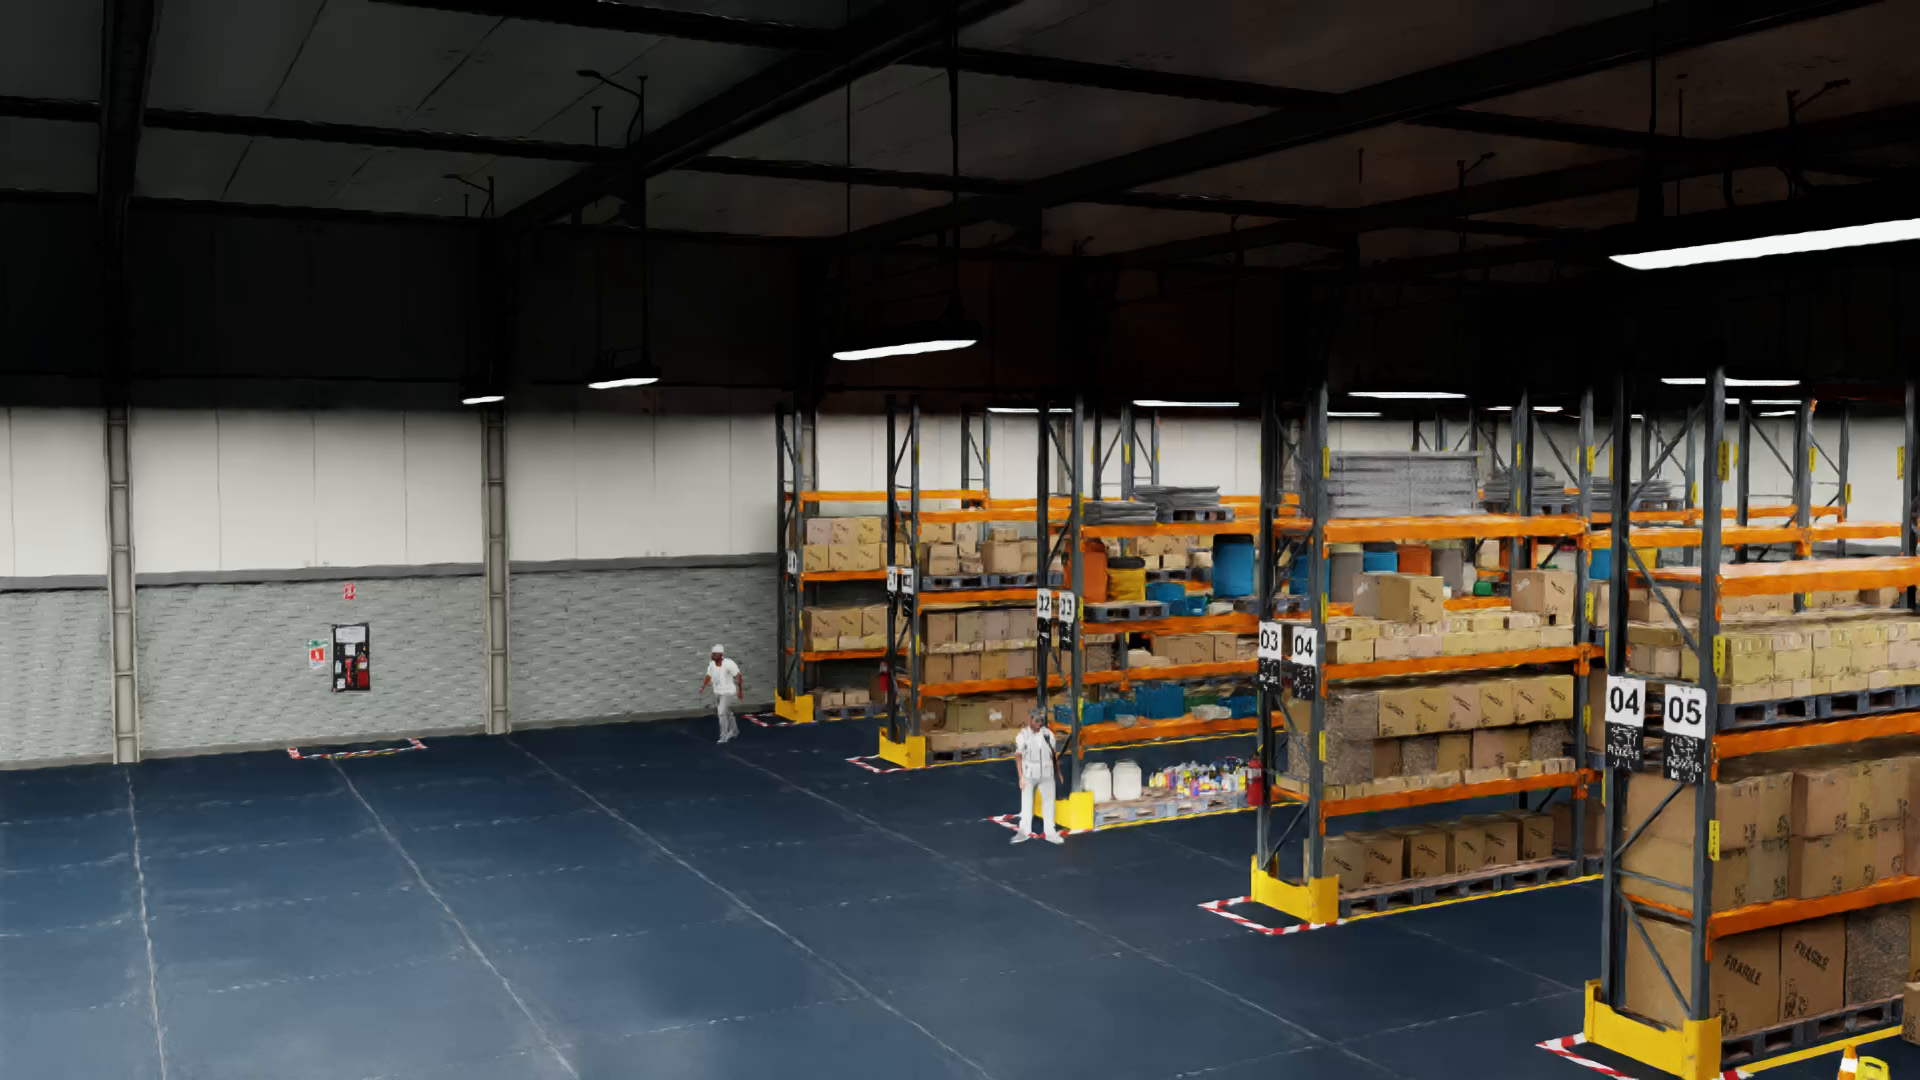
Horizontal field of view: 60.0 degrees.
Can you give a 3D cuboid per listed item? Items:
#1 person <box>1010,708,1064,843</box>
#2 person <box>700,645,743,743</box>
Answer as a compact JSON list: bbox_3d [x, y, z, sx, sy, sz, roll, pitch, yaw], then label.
[{"bbox_3d":[0.998,3.047,21.572,0.708,1.759,0.417,-1,3,-13],"label":"person"},{"bbox_3d":[-4.122,2.662,29.045,0.713,1.698,0.809,3,4,44],"label":"person"}]
